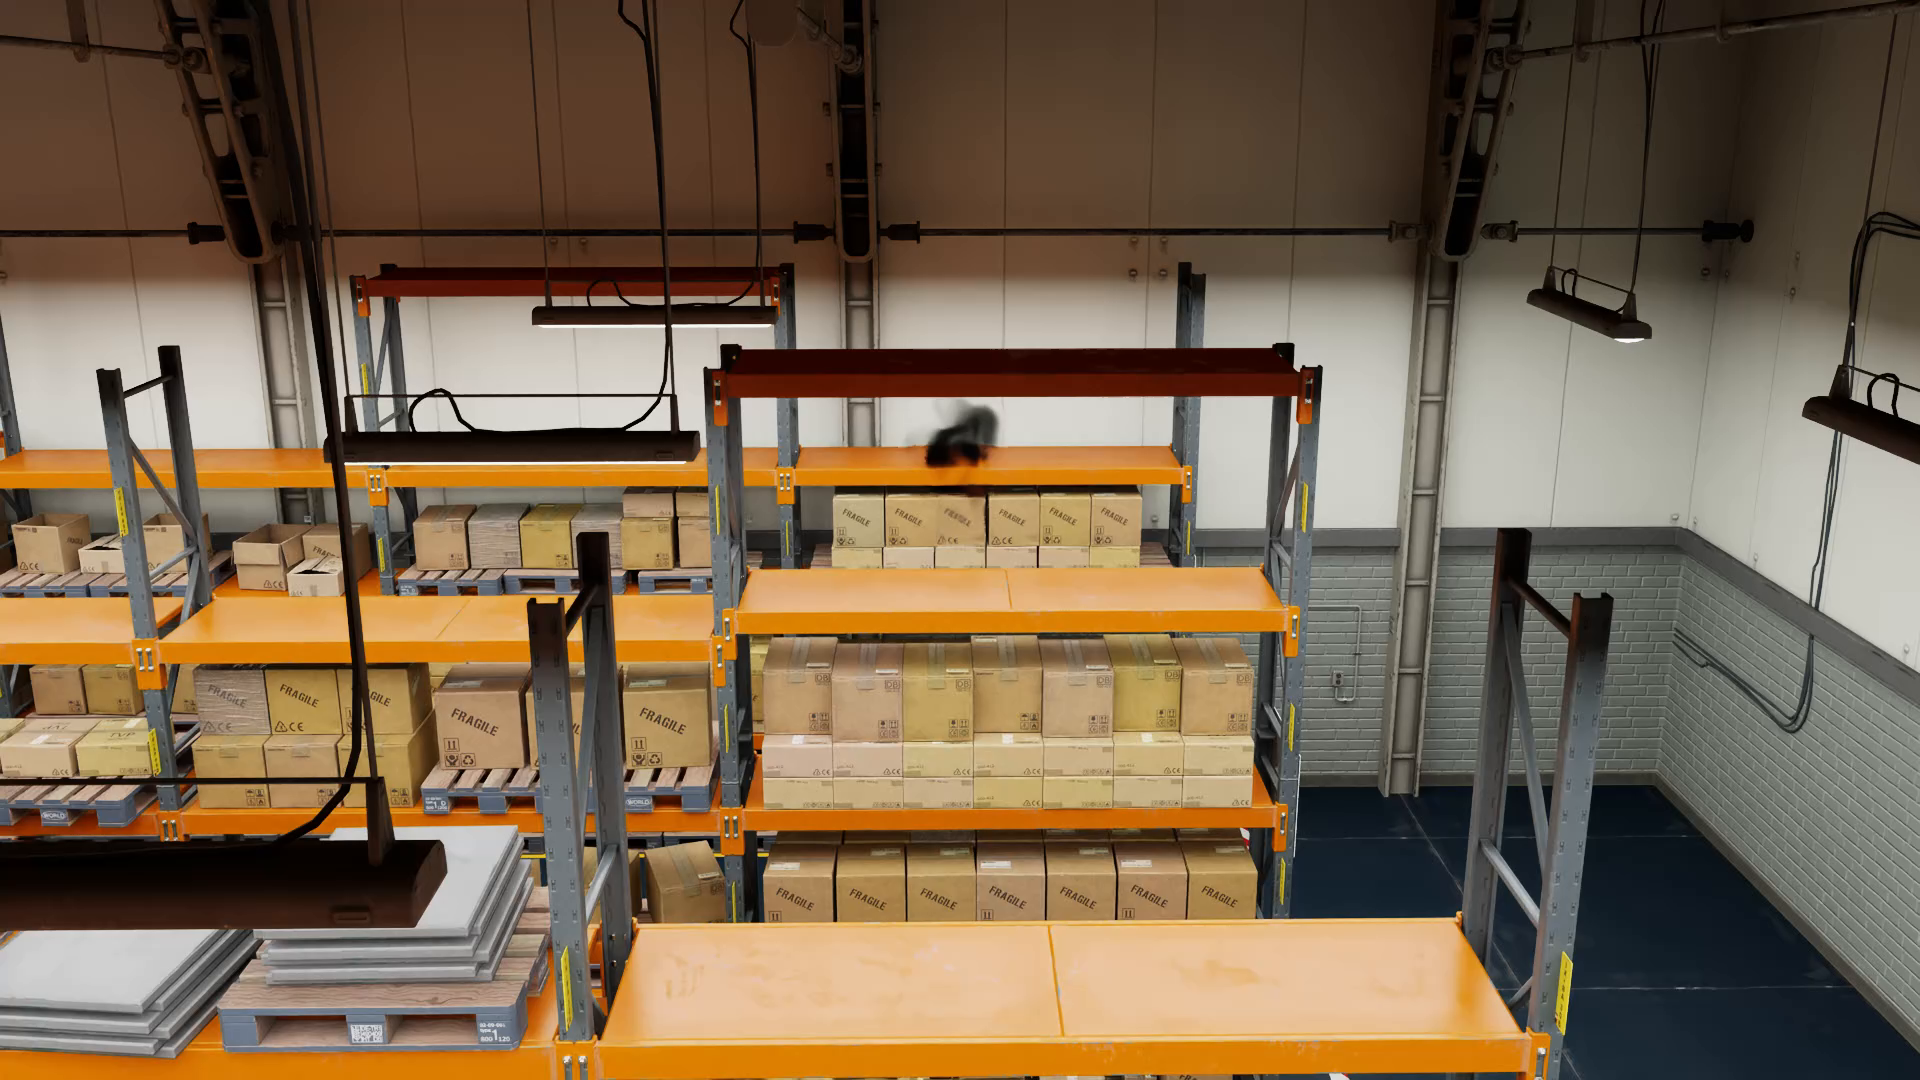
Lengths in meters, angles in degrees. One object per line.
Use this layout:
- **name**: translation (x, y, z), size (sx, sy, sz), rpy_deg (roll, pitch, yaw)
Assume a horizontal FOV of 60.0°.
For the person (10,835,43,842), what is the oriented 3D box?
- **person**: translation (-8.123, 3.231, 14.591), size (0.573, 1.597, 0.603), rpy_deg (-1, 16, -4)
